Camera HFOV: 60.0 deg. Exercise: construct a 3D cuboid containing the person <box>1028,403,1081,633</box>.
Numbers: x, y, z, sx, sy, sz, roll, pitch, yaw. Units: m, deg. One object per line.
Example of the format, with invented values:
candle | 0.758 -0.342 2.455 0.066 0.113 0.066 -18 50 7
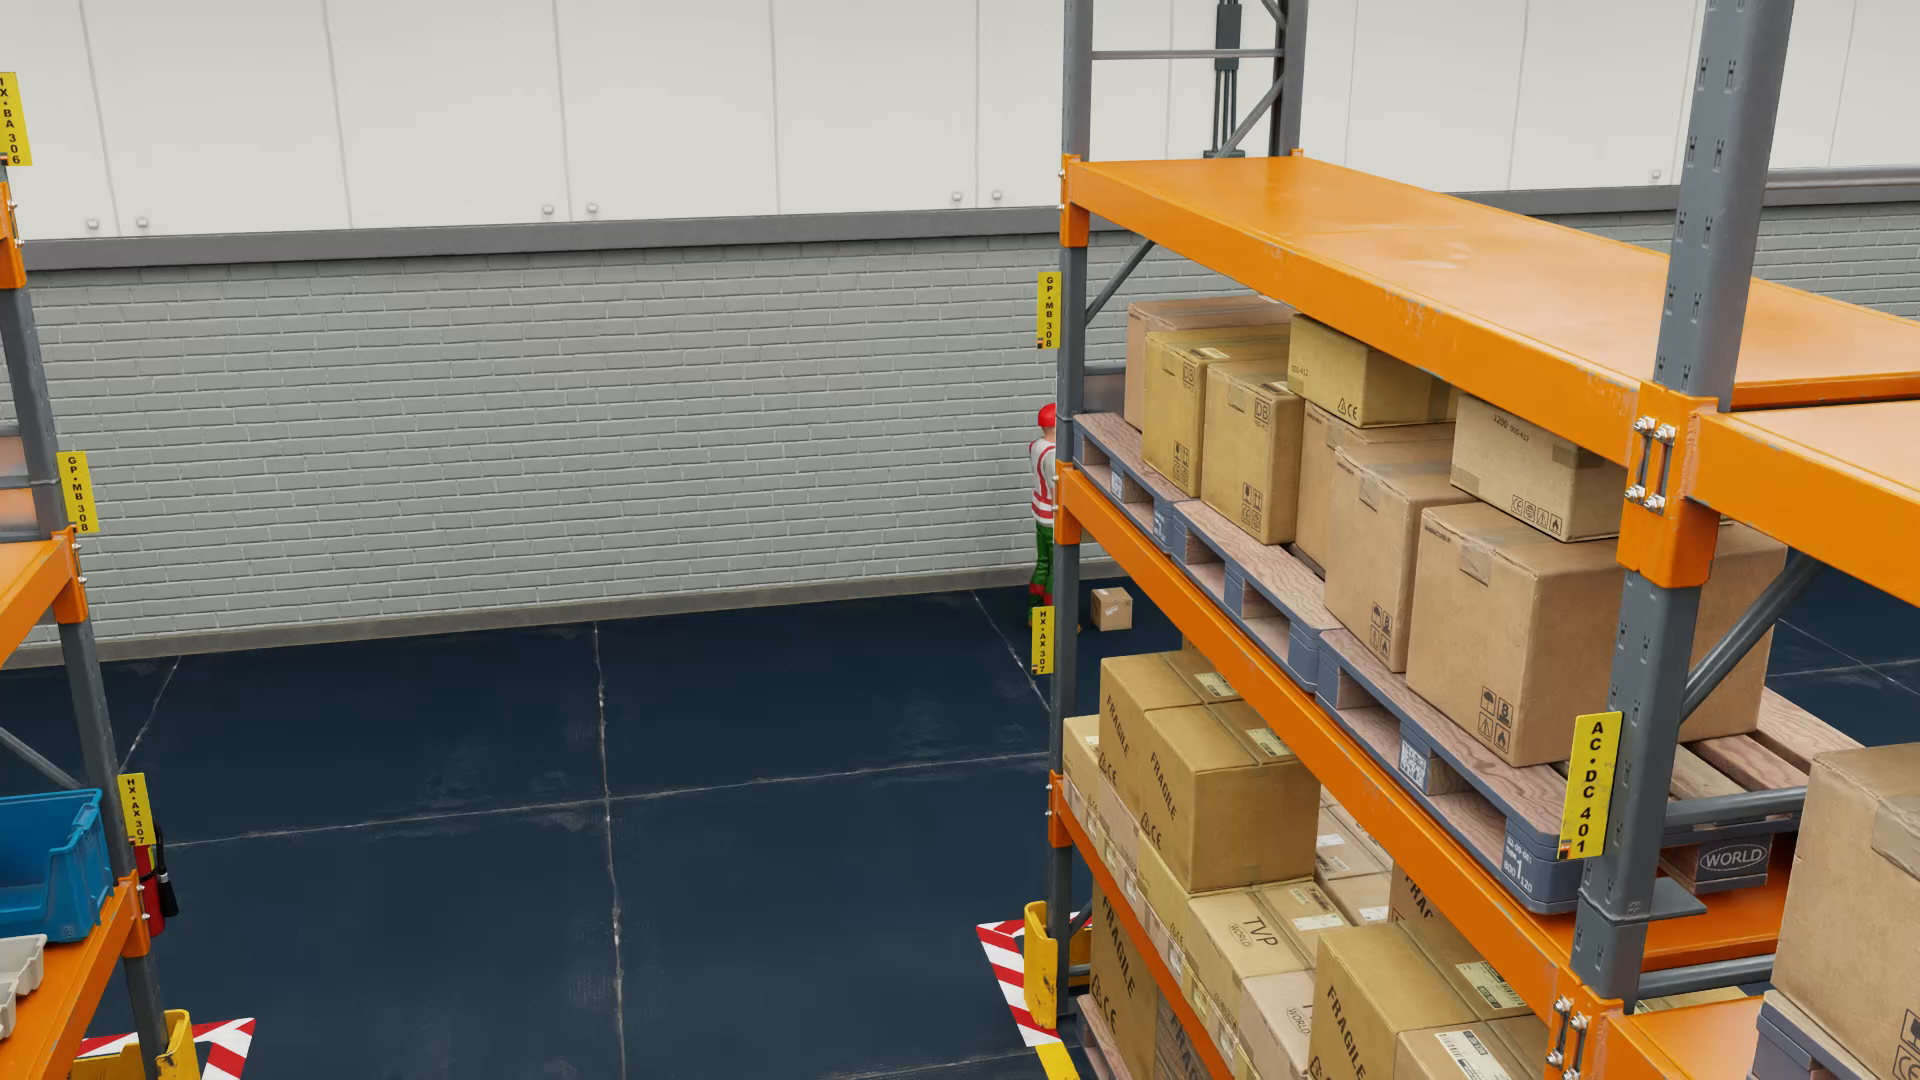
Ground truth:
person | 0.718 -0.152 12.480 0.365 1.798 0.523 -4 20 -11
